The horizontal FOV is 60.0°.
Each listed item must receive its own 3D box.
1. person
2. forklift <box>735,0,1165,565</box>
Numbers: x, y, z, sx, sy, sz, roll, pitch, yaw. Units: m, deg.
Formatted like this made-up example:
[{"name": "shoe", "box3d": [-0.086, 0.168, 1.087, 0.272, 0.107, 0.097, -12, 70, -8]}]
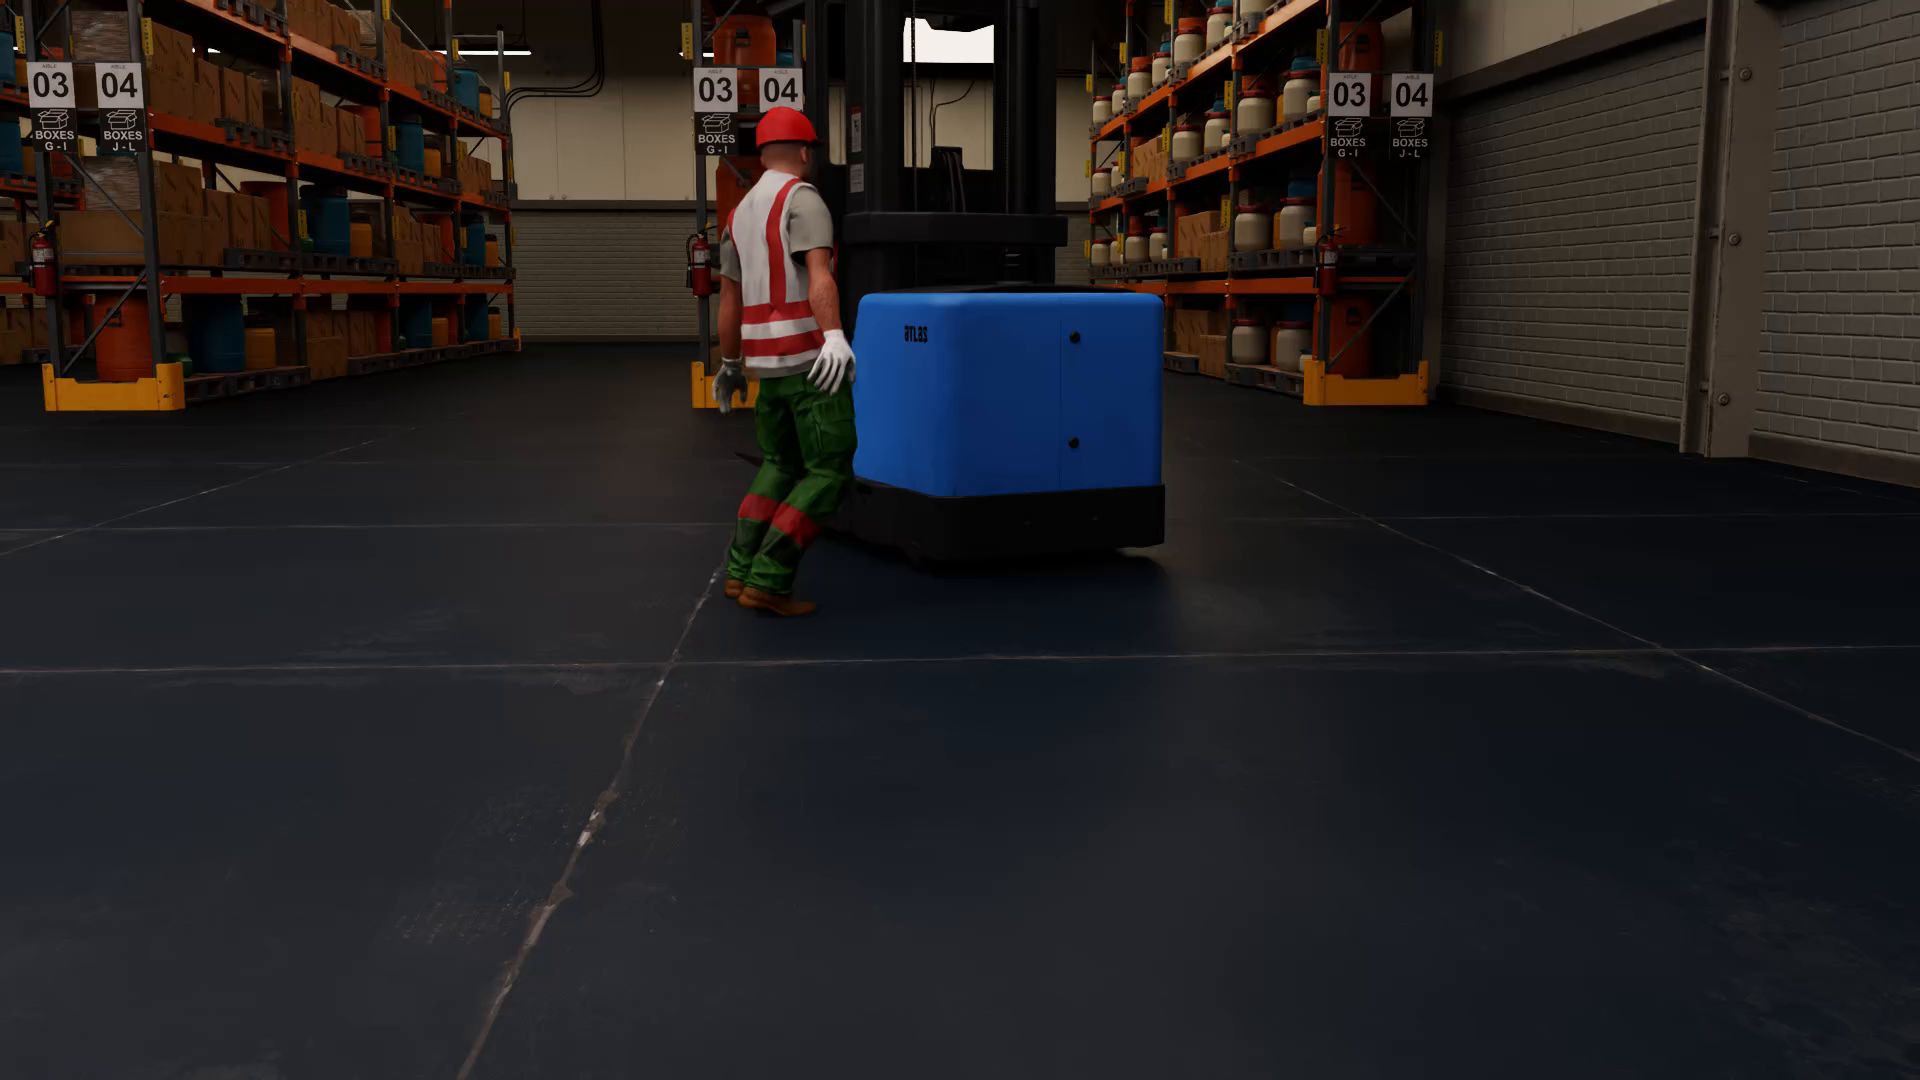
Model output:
[{"name": "person", "box3d": [-0.601, -0.604, 5.666, 0.503, 1.734, 0.894, -6, 10, -35]}, {"name": "forklift", "box3d": [-0.264, -1.530, 7.637, 1.130, 2.935, 3.031, -4, 9, -25]}]
